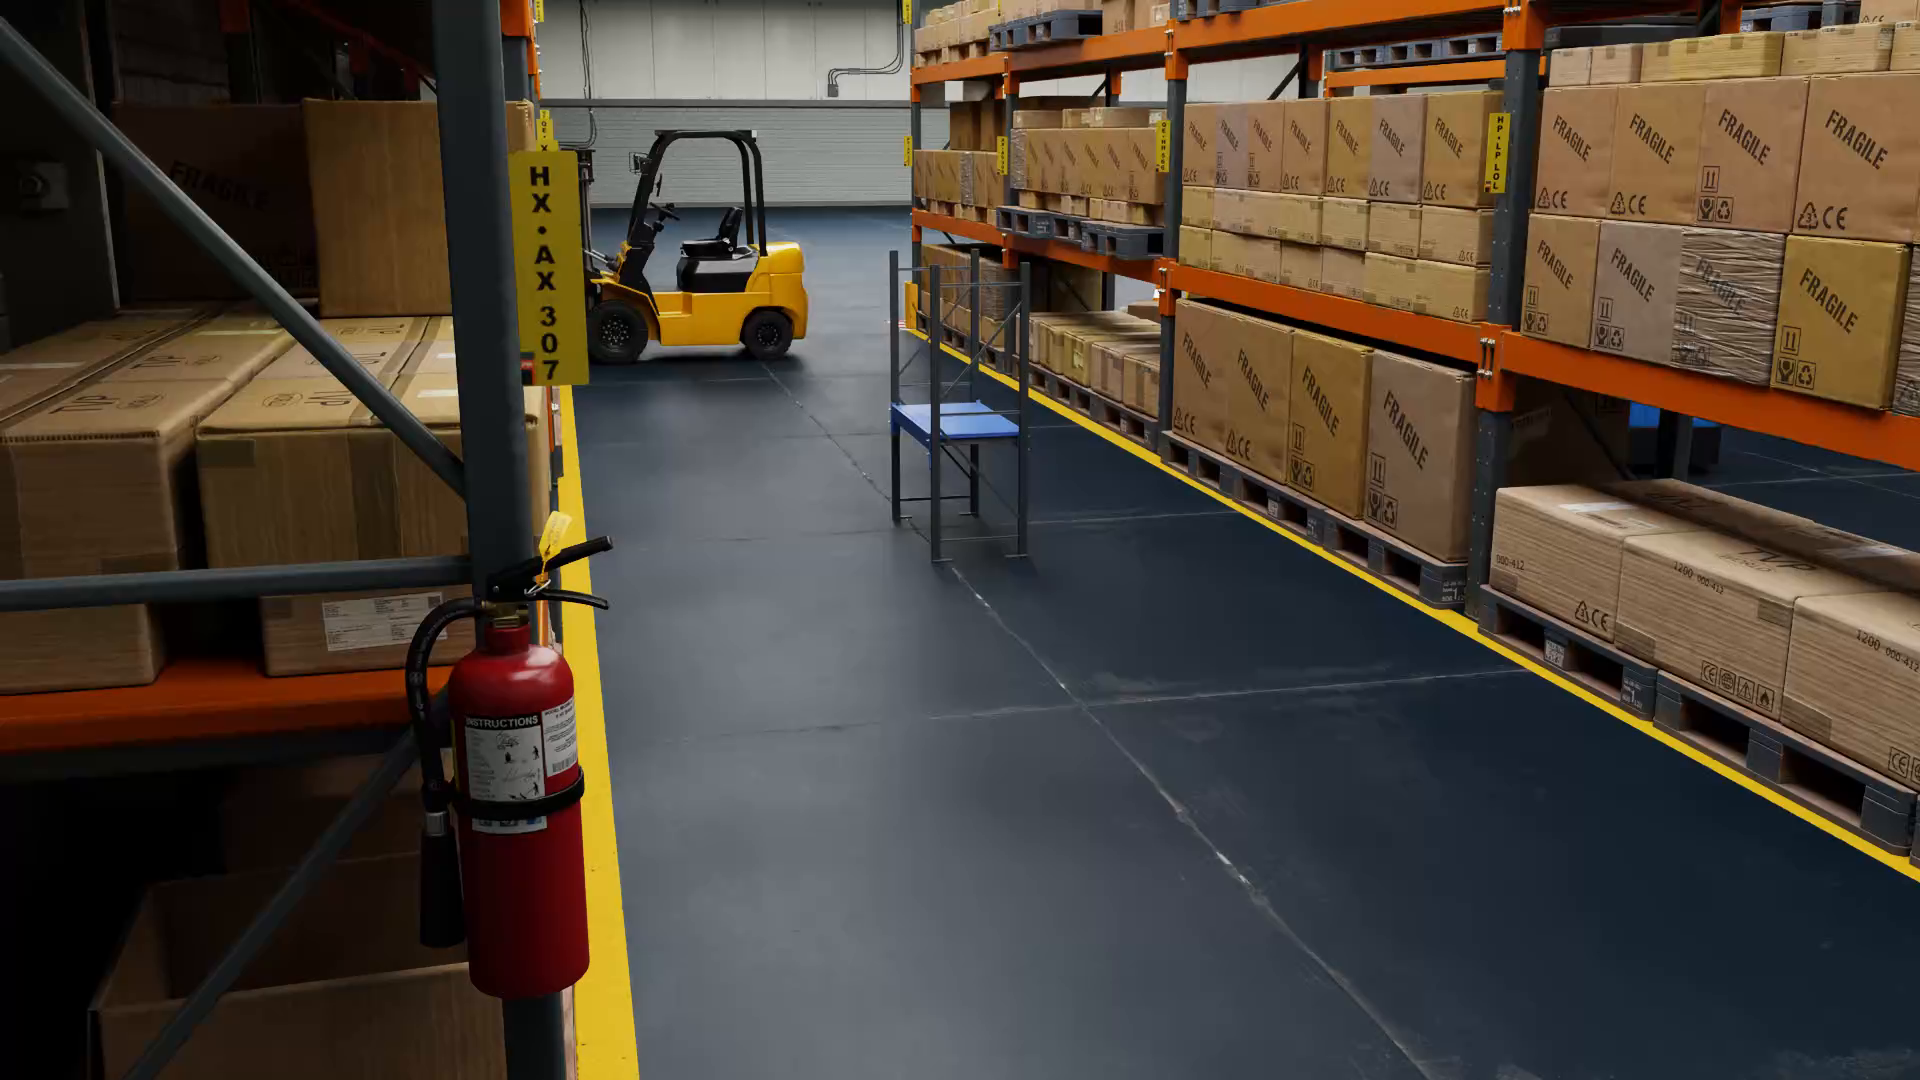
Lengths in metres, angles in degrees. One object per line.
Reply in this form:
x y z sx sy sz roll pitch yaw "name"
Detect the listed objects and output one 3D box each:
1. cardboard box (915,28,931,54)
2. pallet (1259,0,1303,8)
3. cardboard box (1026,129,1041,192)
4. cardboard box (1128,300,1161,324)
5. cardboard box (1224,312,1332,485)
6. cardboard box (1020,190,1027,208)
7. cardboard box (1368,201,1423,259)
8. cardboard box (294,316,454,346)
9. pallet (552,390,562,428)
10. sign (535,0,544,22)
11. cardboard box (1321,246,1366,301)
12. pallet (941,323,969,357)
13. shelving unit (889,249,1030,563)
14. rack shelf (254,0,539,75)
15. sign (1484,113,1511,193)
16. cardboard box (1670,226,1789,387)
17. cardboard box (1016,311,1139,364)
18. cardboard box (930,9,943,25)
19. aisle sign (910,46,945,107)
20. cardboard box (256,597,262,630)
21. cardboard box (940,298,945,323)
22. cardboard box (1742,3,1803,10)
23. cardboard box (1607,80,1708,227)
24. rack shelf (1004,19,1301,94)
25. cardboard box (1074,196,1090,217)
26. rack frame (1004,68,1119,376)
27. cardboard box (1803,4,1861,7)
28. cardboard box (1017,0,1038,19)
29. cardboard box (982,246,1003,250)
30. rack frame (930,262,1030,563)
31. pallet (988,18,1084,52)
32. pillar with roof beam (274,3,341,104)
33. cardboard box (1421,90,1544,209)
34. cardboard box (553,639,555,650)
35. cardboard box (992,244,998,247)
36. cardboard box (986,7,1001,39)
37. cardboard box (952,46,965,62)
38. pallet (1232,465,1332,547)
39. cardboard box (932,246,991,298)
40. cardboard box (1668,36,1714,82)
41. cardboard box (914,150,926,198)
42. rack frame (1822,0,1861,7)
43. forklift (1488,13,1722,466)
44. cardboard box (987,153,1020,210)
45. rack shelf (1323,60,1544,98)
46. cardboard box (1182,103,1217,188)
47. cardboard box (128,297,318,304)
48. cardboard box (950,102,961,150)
-0.181 -5.294 17.644 0.500 0.250 0.500 -4 14 -14 "cardboard box"
2.307 -3.012 9.015 1.003 0.211 1.213 -3 14 -11 "pallet"
0.849 -3.131 13.698 0.500 0.500 0.500 -3 14 -13 "cardboard box"
1.970 -2.083 16.395 0.500 0.500 0.500 7 15 26 "cardboard box"
2.125 -0.852 9.687 0.875 0.875 0.875 -3 14 -13 "cardboard box"
0.722 -2.910 14.162 0.380 0.149 0.250 -3 14 -12 "cardboard box"
2.314 -1.501 8.012 0.500 0.250 0.500 -3 14 -12 "cardboard box"
-1.192 -0.352 3.736 0.500 0.250 0.500 -4 14 -14 "cardboard box"
-3.424 -0.891 12.130 1.003 0.211 1.213 -3 14 -13 "pallet"
-4.334 -5.494 17.076 0.100 0.325 0.005 -3 14 -13 "sign"
2.209 -1.379 8.568 0.500 0.250 0.500 -4 14 -15 "cardboard box"
0.417 -2.054 16.888 1.003 0.211 1.213 -3 14 -13 "pallet"
-0.020 -0.748 8.830 0.538 1.500 1.048 -3 14 -13 "shelving unit"
-2.516 -2.419 7.704 1.077 0.370 4.000 -3 14 -13 "rack shelf"
2.253 -1.619 6.961 0.100 0.325 0.005 -3 14 -13 "sign"
2.858 -0.822 5.760 0.500 0.500 0.500 -3 14 -13 "cardboard box"
1.025 -1.780 14.544 0.950 0.372 0.625 -3 14 -12 "cardboard box"
-0.095 -5.345 17.012 0.380 0.149 0.250 -3 14 -13 "cardboard box"
-0.356 -5.156 18.233 0.394 0.787 0.004 -3 14 -13 "aisle sign"
-1.022 0.047 2.942 0.380 0.149 0.250 -3 14 -12 "cardboard box"
-0.007 -2.445 17.521 0.500 0.250 0.500 -3 14 -11 "cardboard box"
6.089 -4.240 12.736 0.500 0.311 0.500 -3 14 -13 "cardboard box"
2.767 -1.422 6.109 0.500 0.500 0.500 -3 14 -14 "cardboard box"
1.369 -3.619 12.617 1.077 0.370 4.000 -3 14 -13 "rack shelf"
1.092 -2.548 12.680 0.380 0.149 0.250 -4 14 -15 "cardboard box"
0.899 -2.973 14.776 1.000 3.000 0.127 -3 14 -13 "rack frame"
6.670 -4.195 12.551 0.500 0.311 0.500 -3 14 -13 "cardboard box"
0.767 -4.287 13.266 0.500 0.250 0.500 -3 14 -14 "cardboard box"
0.527 -2.838 17.552 0.500 0.500 0.500 -3 14 -11 "cardboard box"
0.099 -0.631 8.350 0.500 1.500 0.032 -3 14 -13 "rack frame"
0.941 -4.191 13.835 1.213 0.211 1.003 -3 14 -13 "pallet"
0.017 -5.178 11.159 9.100 9.000 0.400 -3 14 -13 "pillar with roof beam"
2.429 -1.751 7.456 0.500 0.500 0.500 -3 14 -11 "cardboard box"
-1.546 0.469 5.565 0.396 0.266 0.258 -3 14 -11 "cardboard box"
0.553 -3.192 17.636 0.380 0.149 0.250 -3 14 -12 "cardboard box"
0.533 -4.589 14.760 0.500 0.250 0.500 -3 14 -14 "cardboard box"
0.131 -4.780 16.381 0.380 0.149 0.250 -4 14 -15 "cardboard box"
2.233 -0.229 9.419 1.003 0.211 1.213 -3 14 -13 "pallet"
0.014 -2.801 17.401 0.500 0.500 0.500 -4 14 -15 "cardboard box"
2.775 -1.714 5.939 0.380 0.149 0.250 -3 14 -14 "cardboard box"
-0.199 -3.964 17.996 0.500 0.500 0.500 -4 14 -14 "cardboard box"
6.626 -5.264 11.512 1.000 3.000 0.127 -3 14 -13 "rack frame"
4.329 -2.196 11.740 1.130 2.935 3.031 0 14 -1 "forklift"
0.553 -3.255 15.092 0.500 0.500 0.500 -4 14 -15 "cardboard box"
5.217 -4.841 17.619 1.077 0.370 4.000 -3 14 -13 "rack shelf"
1.717 -2.457 10.347 0.500 0.500 0.500 -4 14 -15 "cardboard box"
-1.948 -0.558 4.580 0.500 0.250 0.500 -3 14 -12 "cardboard box"
0.292 -4.469 17.955 0.700 0.500 0.500 -4 14 -15 "cardboard box"
